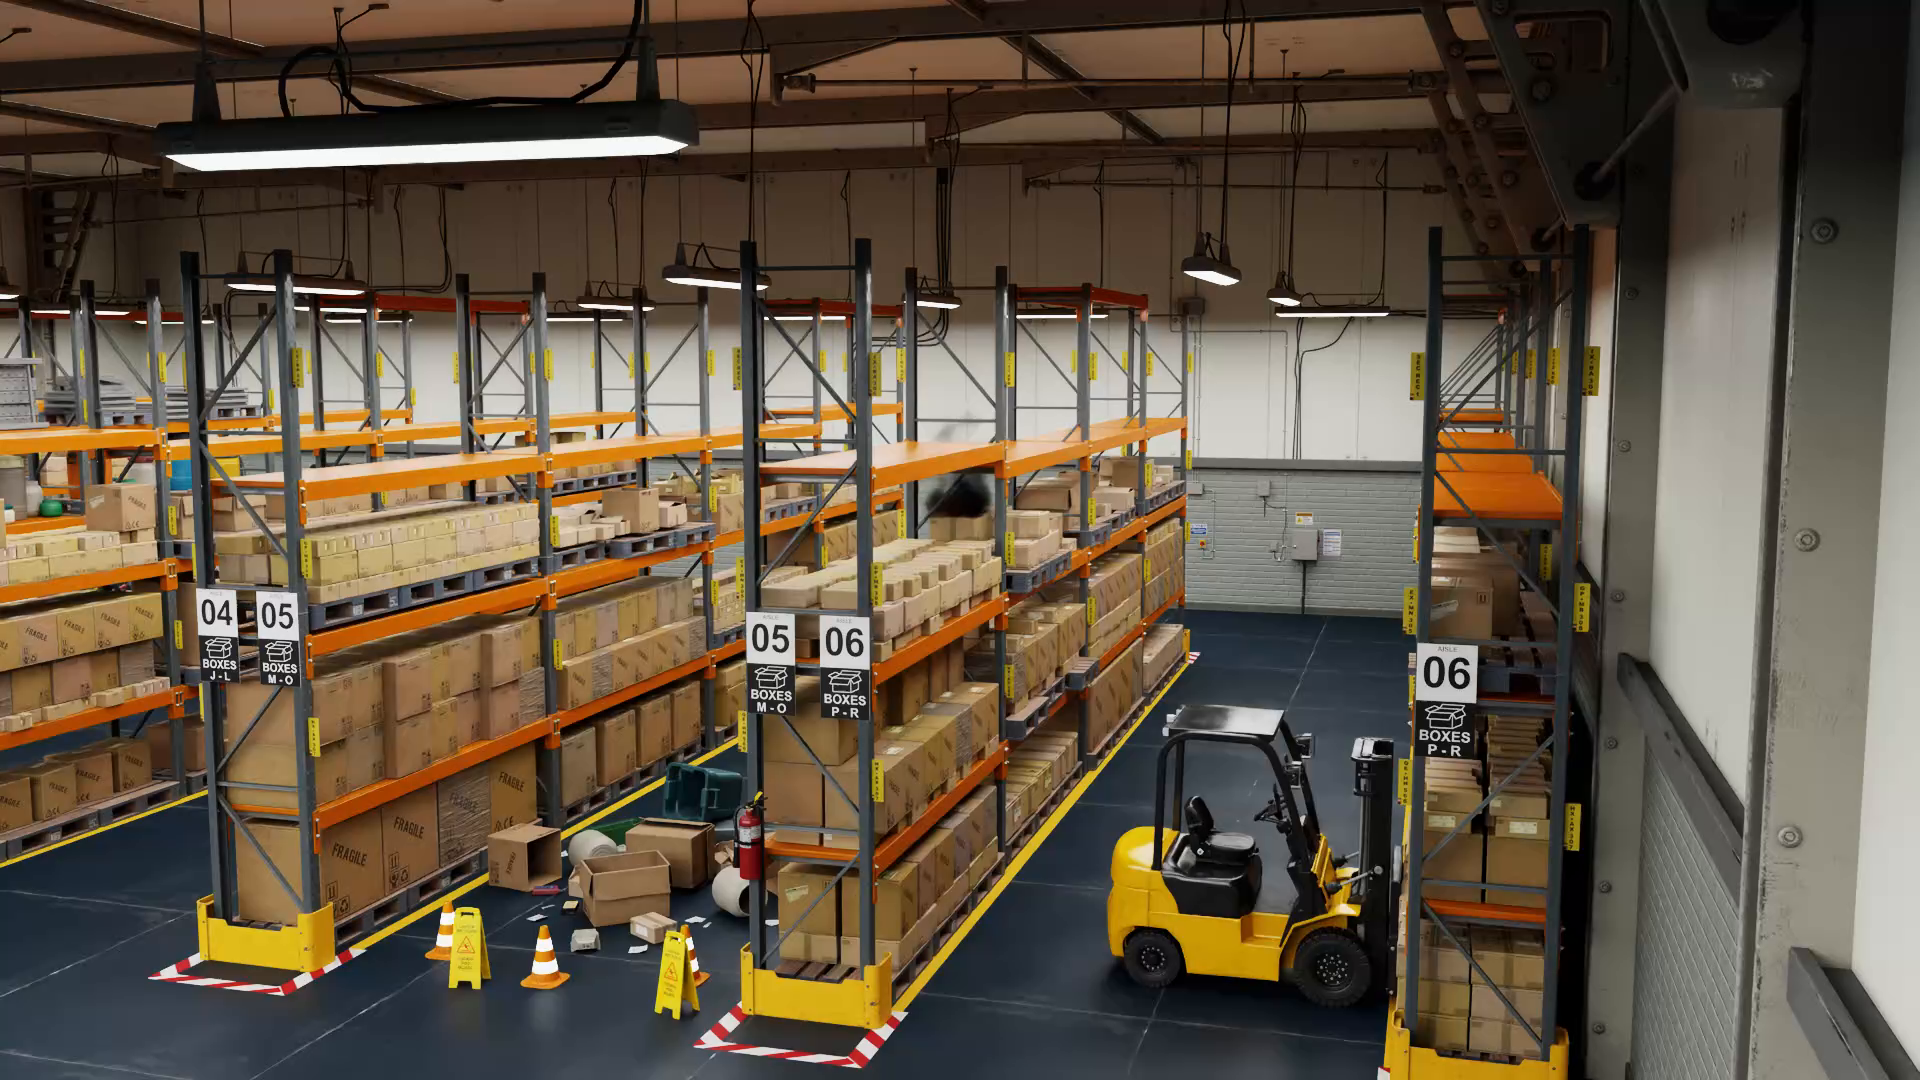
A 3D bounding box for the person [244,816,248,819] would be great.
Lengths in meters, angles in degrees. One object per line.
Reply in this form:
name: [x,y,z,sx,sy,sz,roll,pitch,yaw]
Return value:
person: [-7.144,2.391,17.034,0.691,1.749,0.684,1,6,5]
